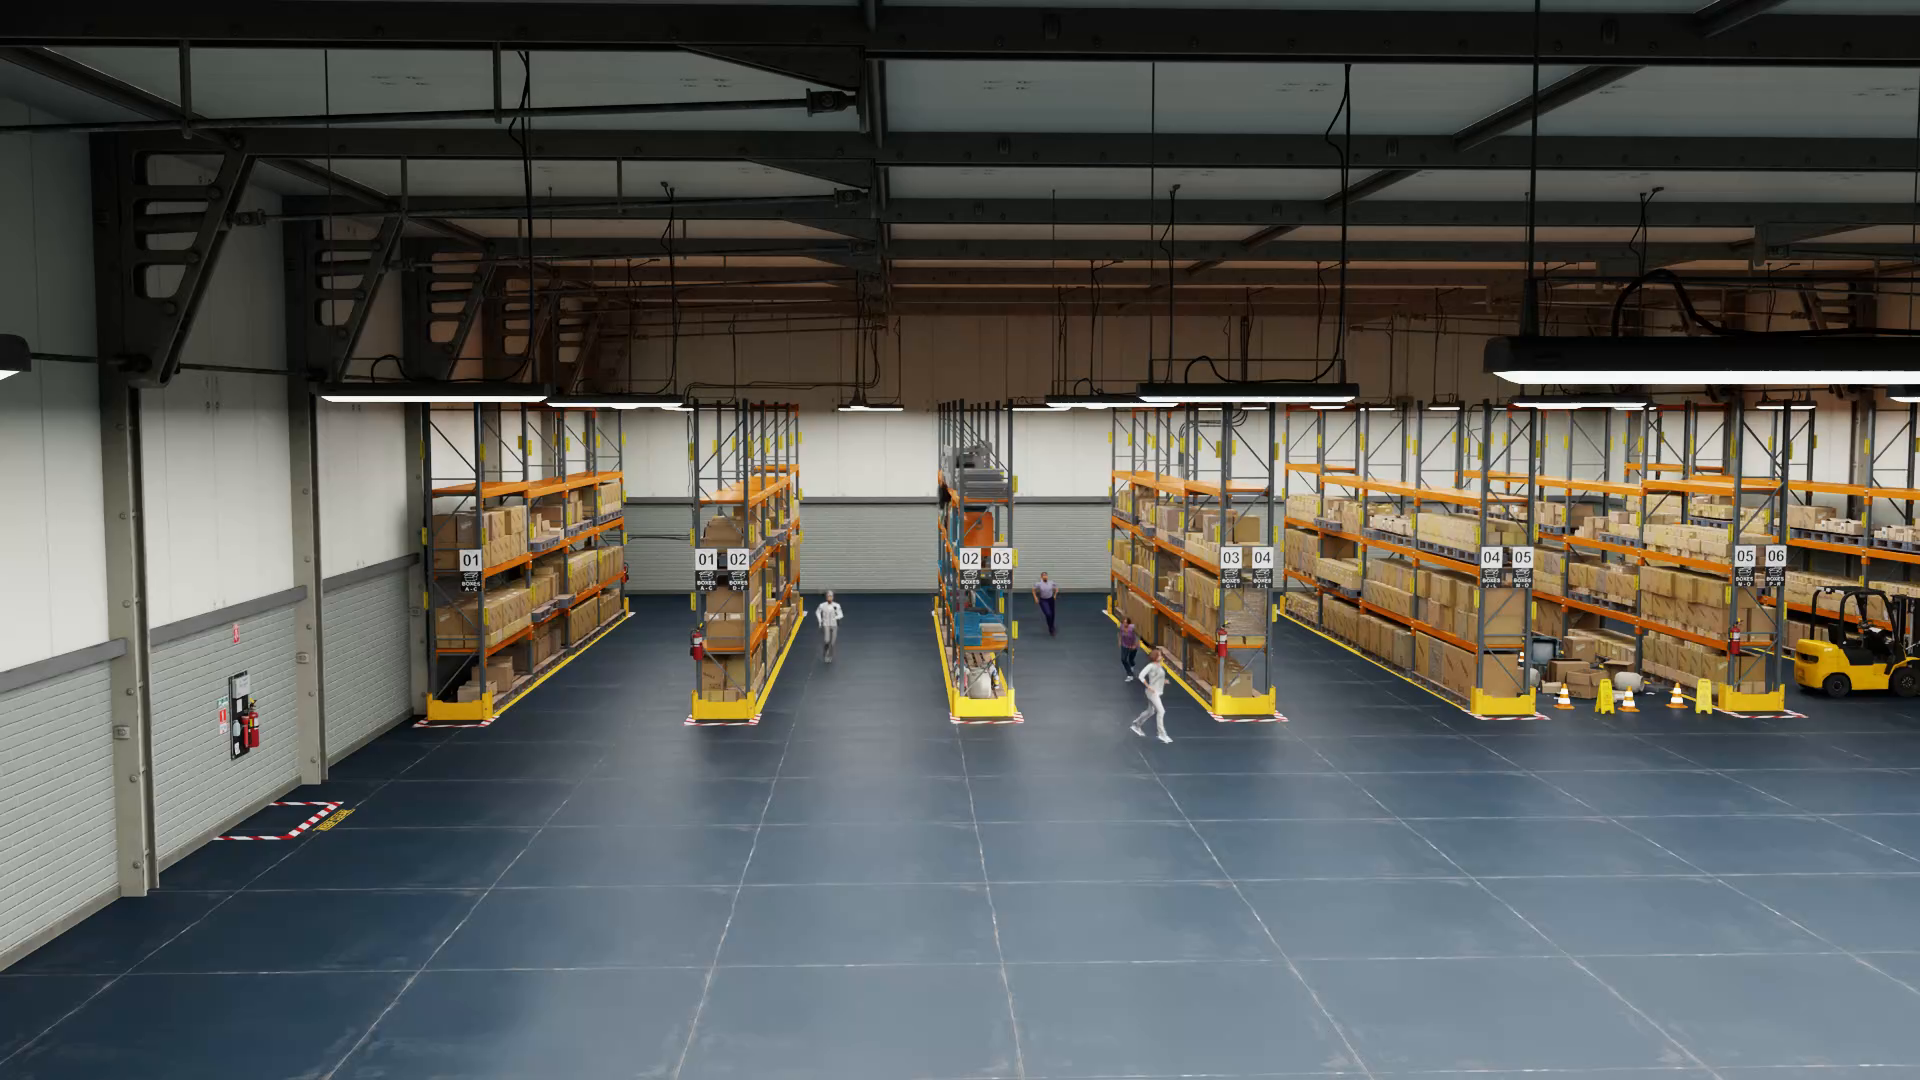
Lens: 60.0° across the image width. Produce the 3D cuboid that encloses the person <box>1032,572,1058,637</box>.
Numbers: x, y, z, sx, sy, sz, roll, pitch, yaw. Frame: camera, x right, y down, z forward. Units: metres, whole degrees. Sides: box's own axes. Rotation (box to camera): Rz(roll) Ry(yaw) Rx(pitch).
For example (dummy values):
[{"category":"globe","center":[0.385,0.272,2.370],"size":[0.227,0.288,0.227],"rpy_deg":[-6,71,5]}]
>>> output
[{"category":"person","center":[2.267,1.651,43.086],"size":[0.696,1.652,0.842],"rpy_deg":[-1,5,-18]}]

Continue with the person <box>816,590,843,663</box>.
[{"category":"person","center":[-2.978,1.985,38.073],"size":[0.602,1.678,0.650],"rpy_deg":[-1,4,-10]}]

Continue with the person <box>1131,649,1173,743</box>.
[{"category":"person","center":[3.353,2.704,29.014],"size":[0.788,1.617,0.561],"rpy_deg":[2,5,25]}]

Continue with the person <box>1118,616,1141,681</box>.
[{"category":"person","center":[3.670,2.307,35.775],"size":[0.533,1.419,0.965],"rpy_deg":[2,5,20]}]
